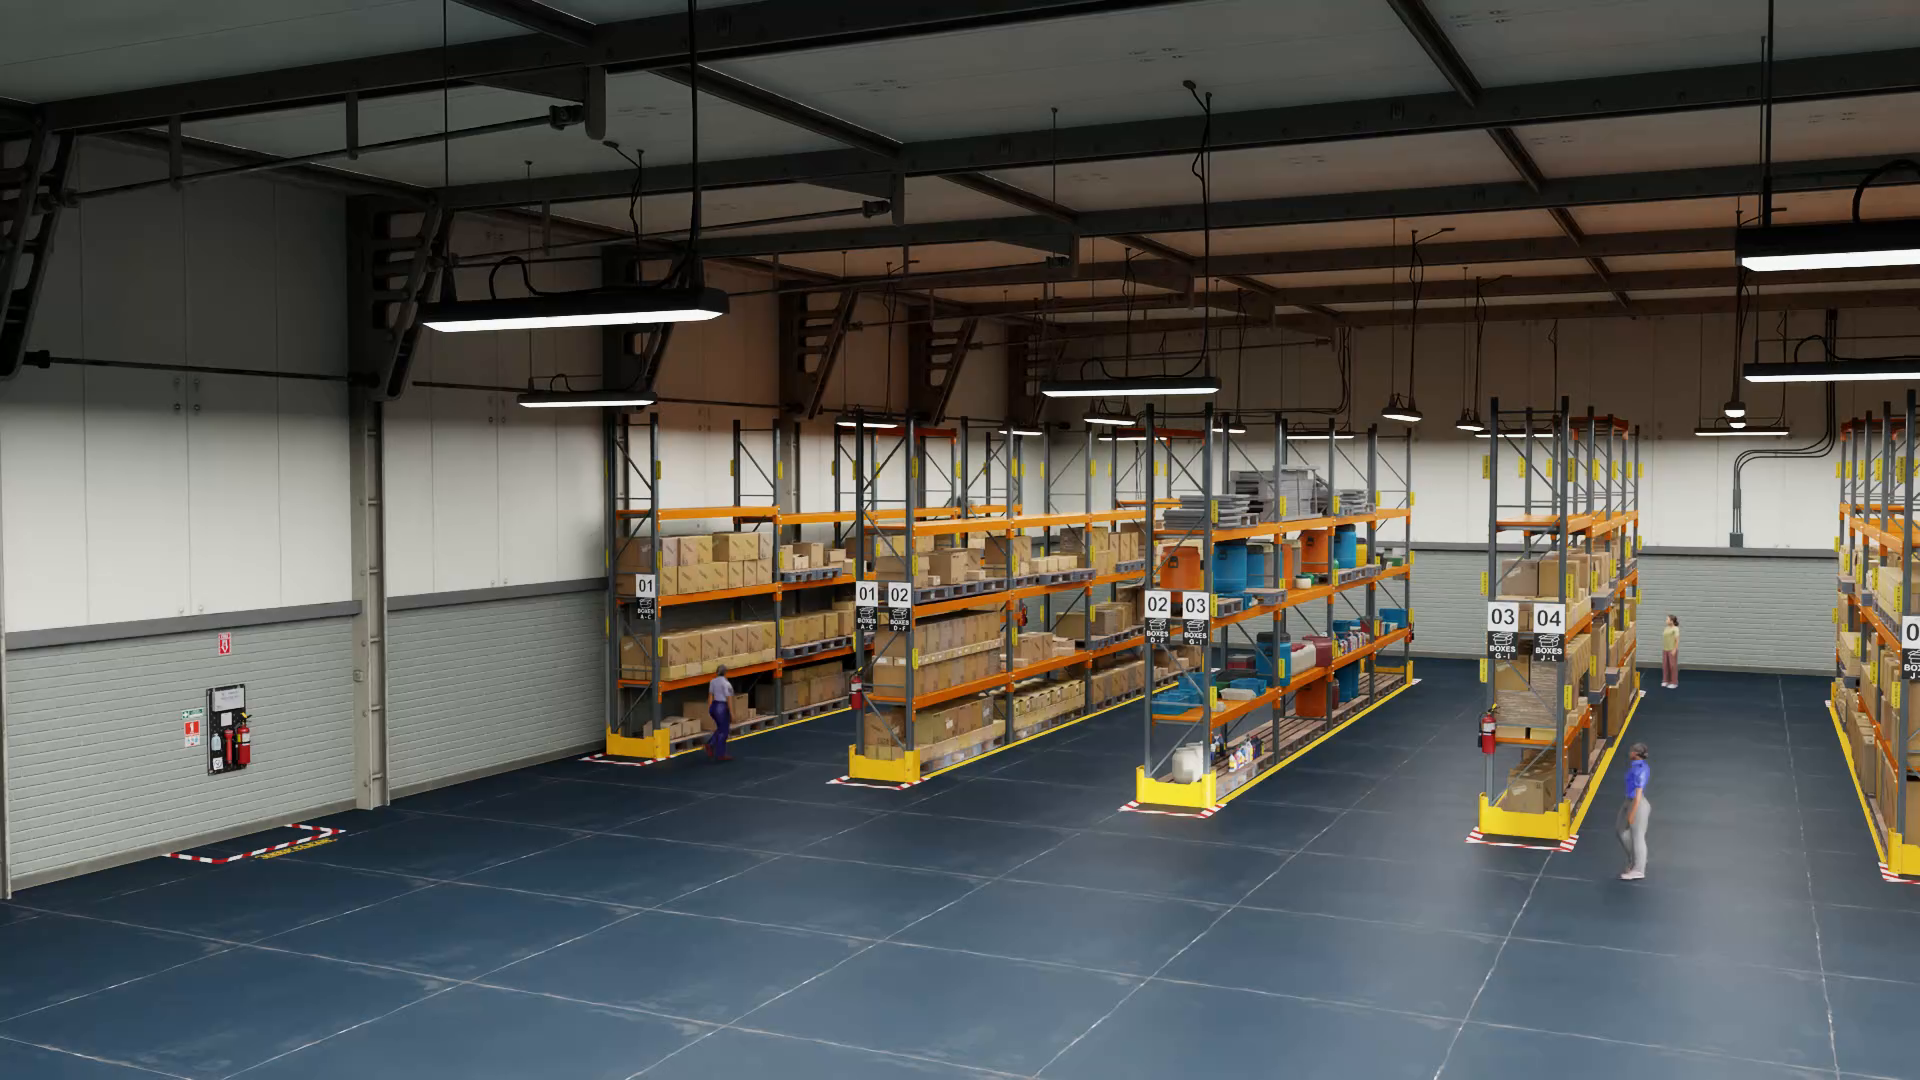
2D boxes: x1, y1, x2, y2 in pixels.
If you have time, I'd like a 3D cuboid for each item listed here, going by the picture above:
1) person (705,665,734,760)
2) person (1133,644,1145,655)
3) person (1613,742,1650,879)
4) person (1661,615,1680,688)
[{"bbox_3d":[-4.120,2.969,28.665,0.469,1.650,0.491,-1,3,-31],"label":"person"},{"bbox_3d":[4.586,2.336,42.595,0.658,1.722,0.971,0,2,7],"label":"person"},{"bbox_3d":[8.292,3.320,20.490,0.383,1.686,0.538,0,2,3],"label":"person"},{"bbox_3d":[16.390,2.564,38.352,0.361,1.688,0.474,-1,3,-22],"label":"person"}]
